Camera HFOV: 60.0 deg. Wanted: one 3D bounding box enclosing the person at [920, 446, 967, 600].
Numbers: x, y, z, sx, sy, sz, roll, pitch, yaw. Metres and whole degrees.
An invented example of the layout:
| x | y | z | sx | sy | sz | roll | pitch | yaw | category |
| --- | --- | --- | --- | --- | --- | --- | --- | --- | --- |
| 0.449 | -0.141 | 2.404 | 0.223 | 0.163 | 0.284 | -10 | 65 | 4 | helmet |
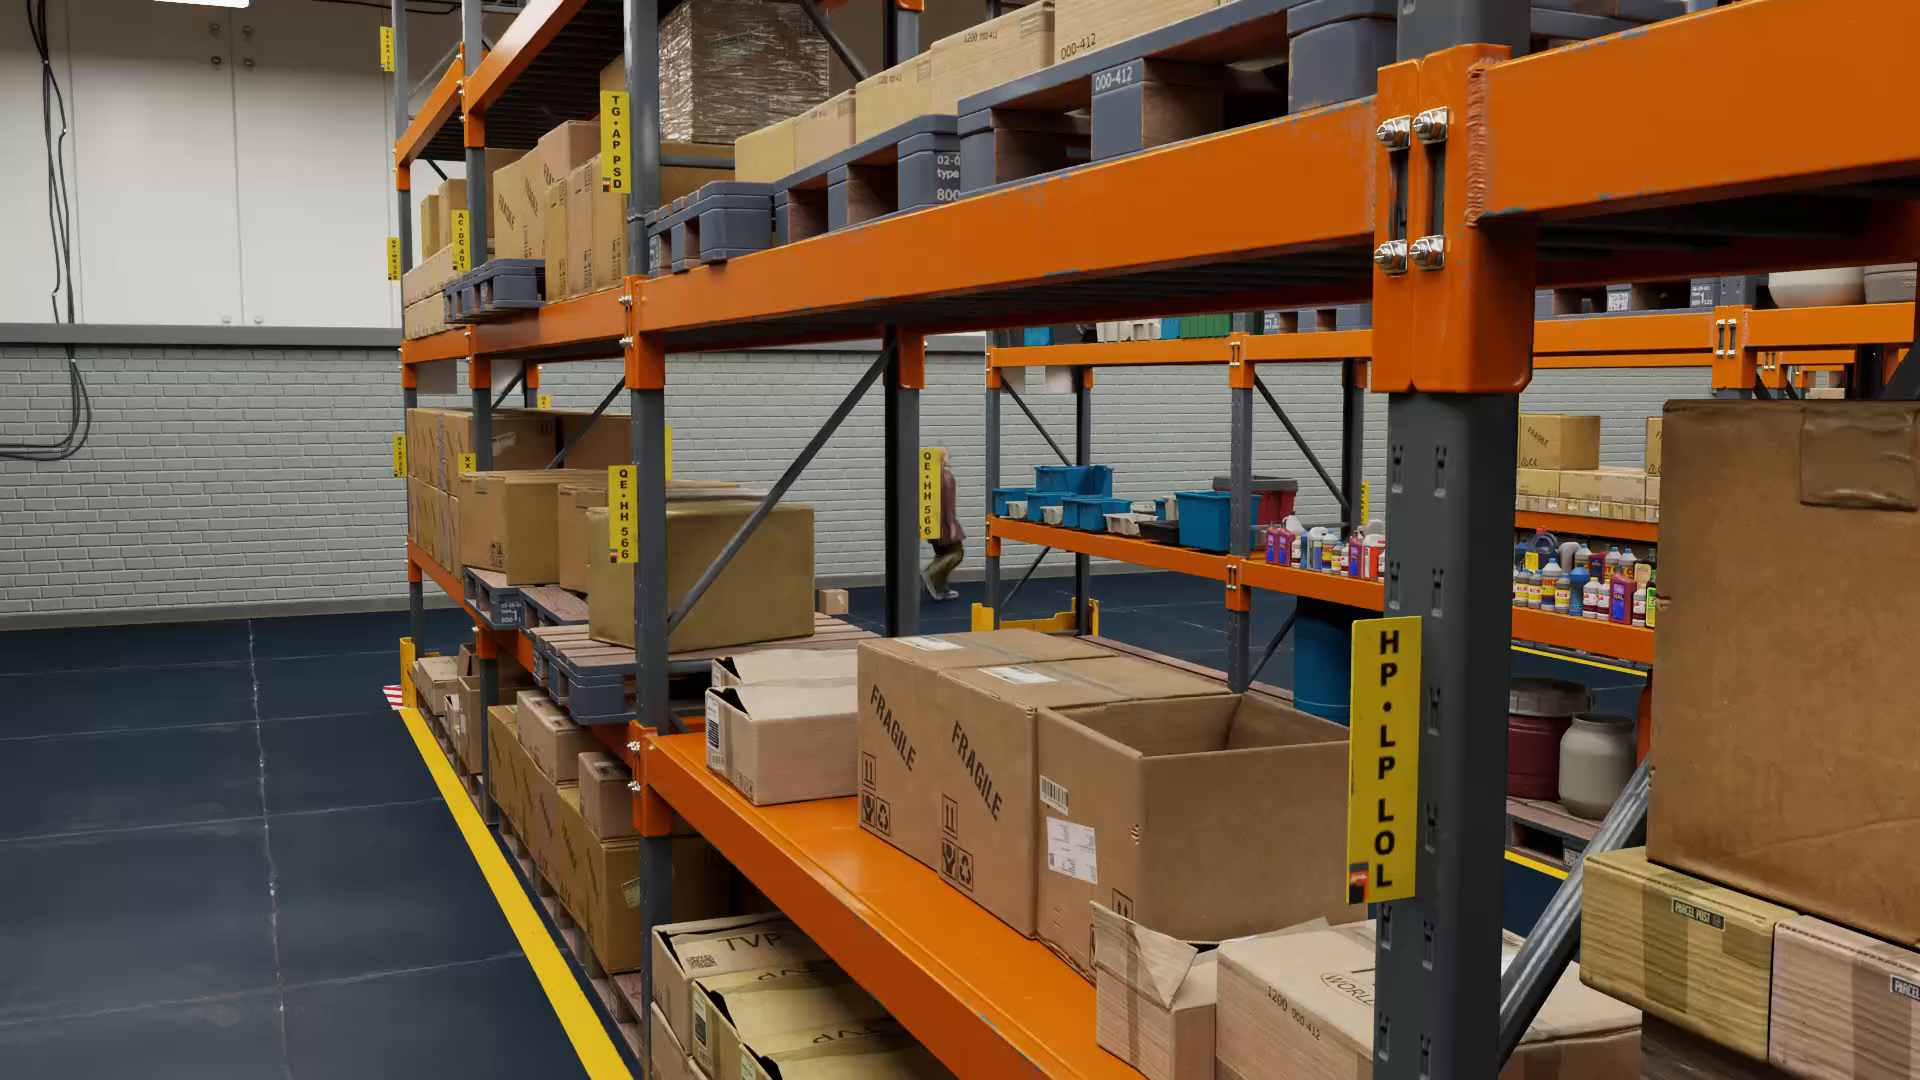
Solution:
| x | y | z | sx | sy | sz | roll | pitch | yaw | category |
| --- | --- | --- | --- | --- | --- | --- | --- | --- | --- |
| -0.246 | -0.191 | 18.960 | 0.638 | 1.767 | 0.604 | -4 | 6 | -36 | person |
